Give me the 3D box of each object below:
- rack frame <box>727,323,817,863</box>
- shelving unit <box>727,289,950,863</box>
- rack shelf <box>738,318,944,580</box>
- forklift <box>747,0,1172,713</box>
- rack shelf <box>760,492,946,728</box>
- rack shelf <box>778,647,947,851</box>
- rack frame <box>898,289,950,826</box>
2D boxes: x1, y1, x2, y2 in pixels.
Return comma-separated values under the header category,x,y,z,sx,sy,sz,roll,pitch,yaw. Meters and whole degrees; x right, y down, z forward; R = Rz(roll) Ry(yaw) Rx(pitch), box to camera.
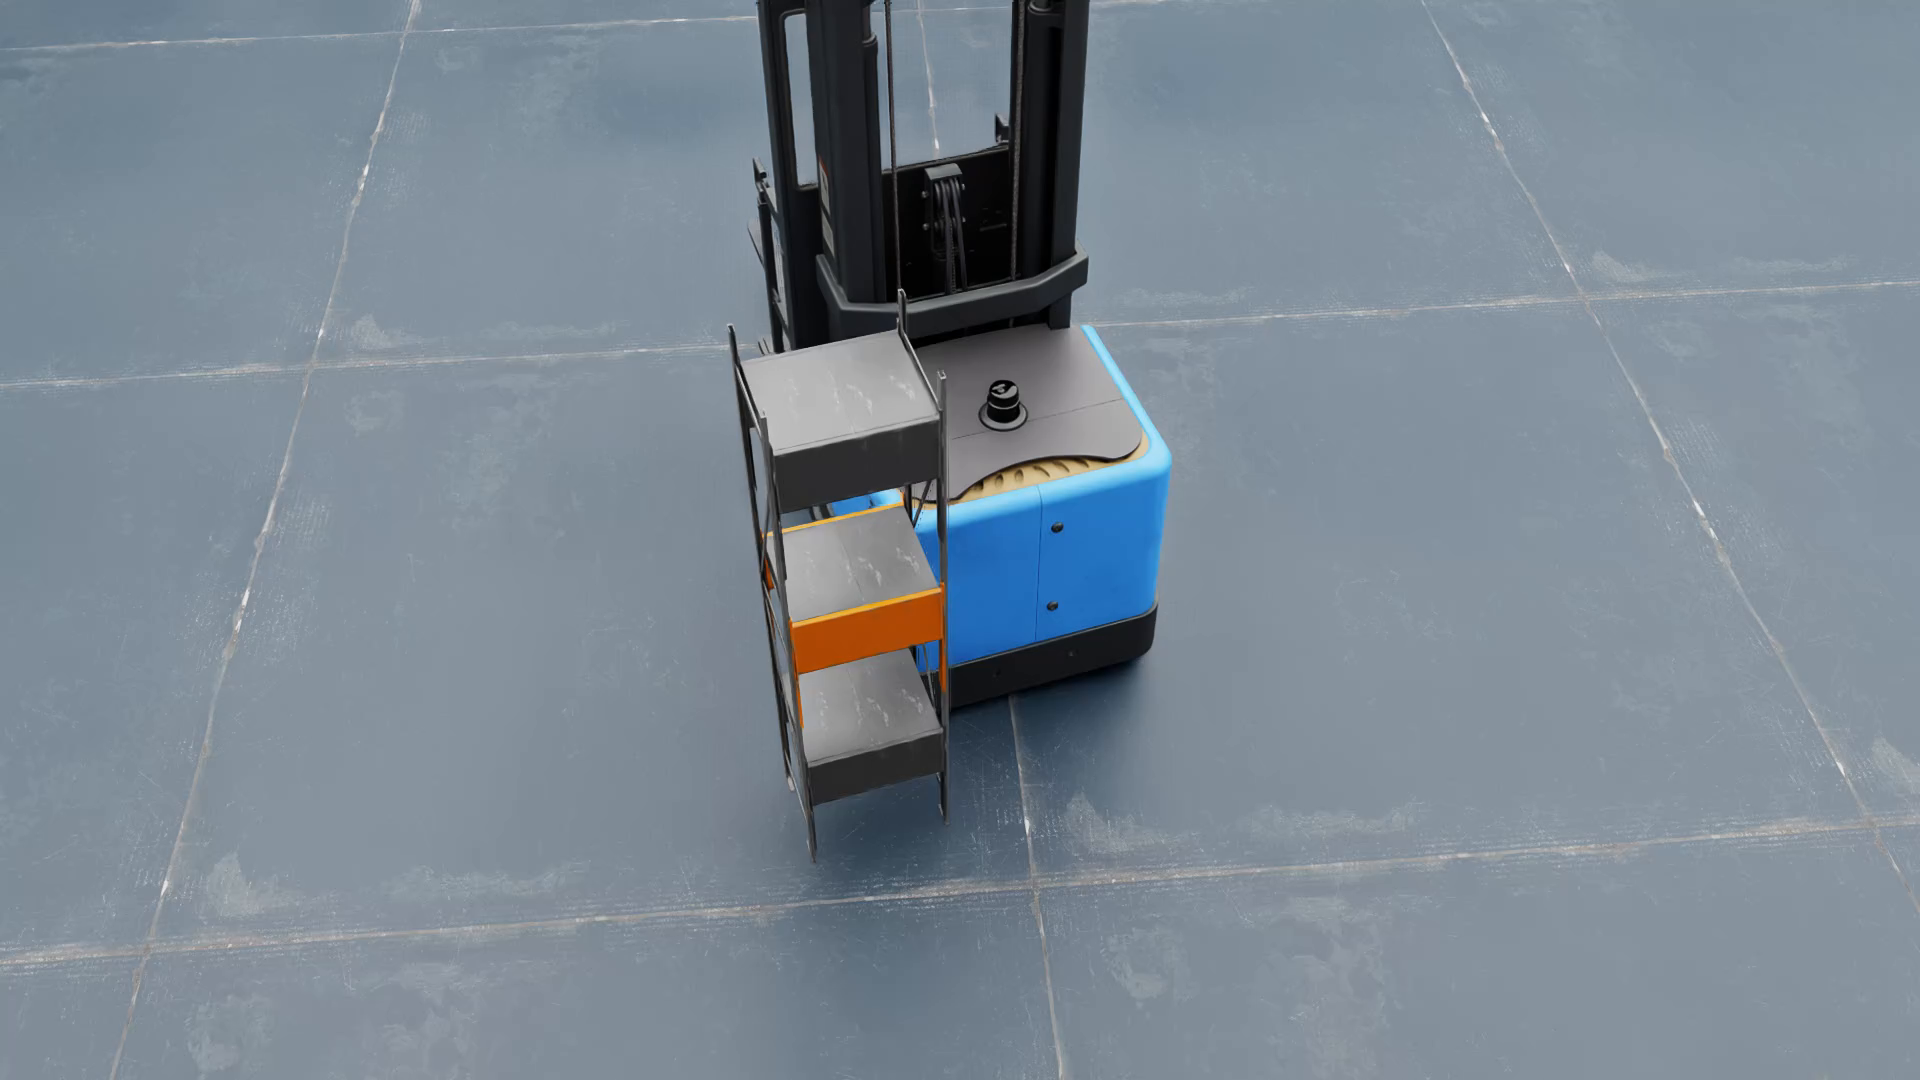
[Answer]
category,x,y,z,sx,sy,sz,roll,pitch,yaw
rack frame,-0.569,0.267,5.187,0.015,2.100,0.400,-13,48,-12
shelving unit,-0.338,0.212,5.239,0.503,2.100,0.431,-13,48,-12
rack shelf,-0.337,-0.260,4.741,0.480,0.518,0.431,-13,48,-12
forklift,-0.214,-1.448,6.239,1.130,2.935,3.031,-14,48,-13
rack shelf,-0.338,0.222,5.249,0.480,0.518,0.431,-13,48,-12
rack shelf,-0.338,0.703,5.757,0.480,0.518,0.431,-13,48,-12
rack frame,-0.106,0.157,5.292,0.015,2.100,0.400,-13,48,-12
